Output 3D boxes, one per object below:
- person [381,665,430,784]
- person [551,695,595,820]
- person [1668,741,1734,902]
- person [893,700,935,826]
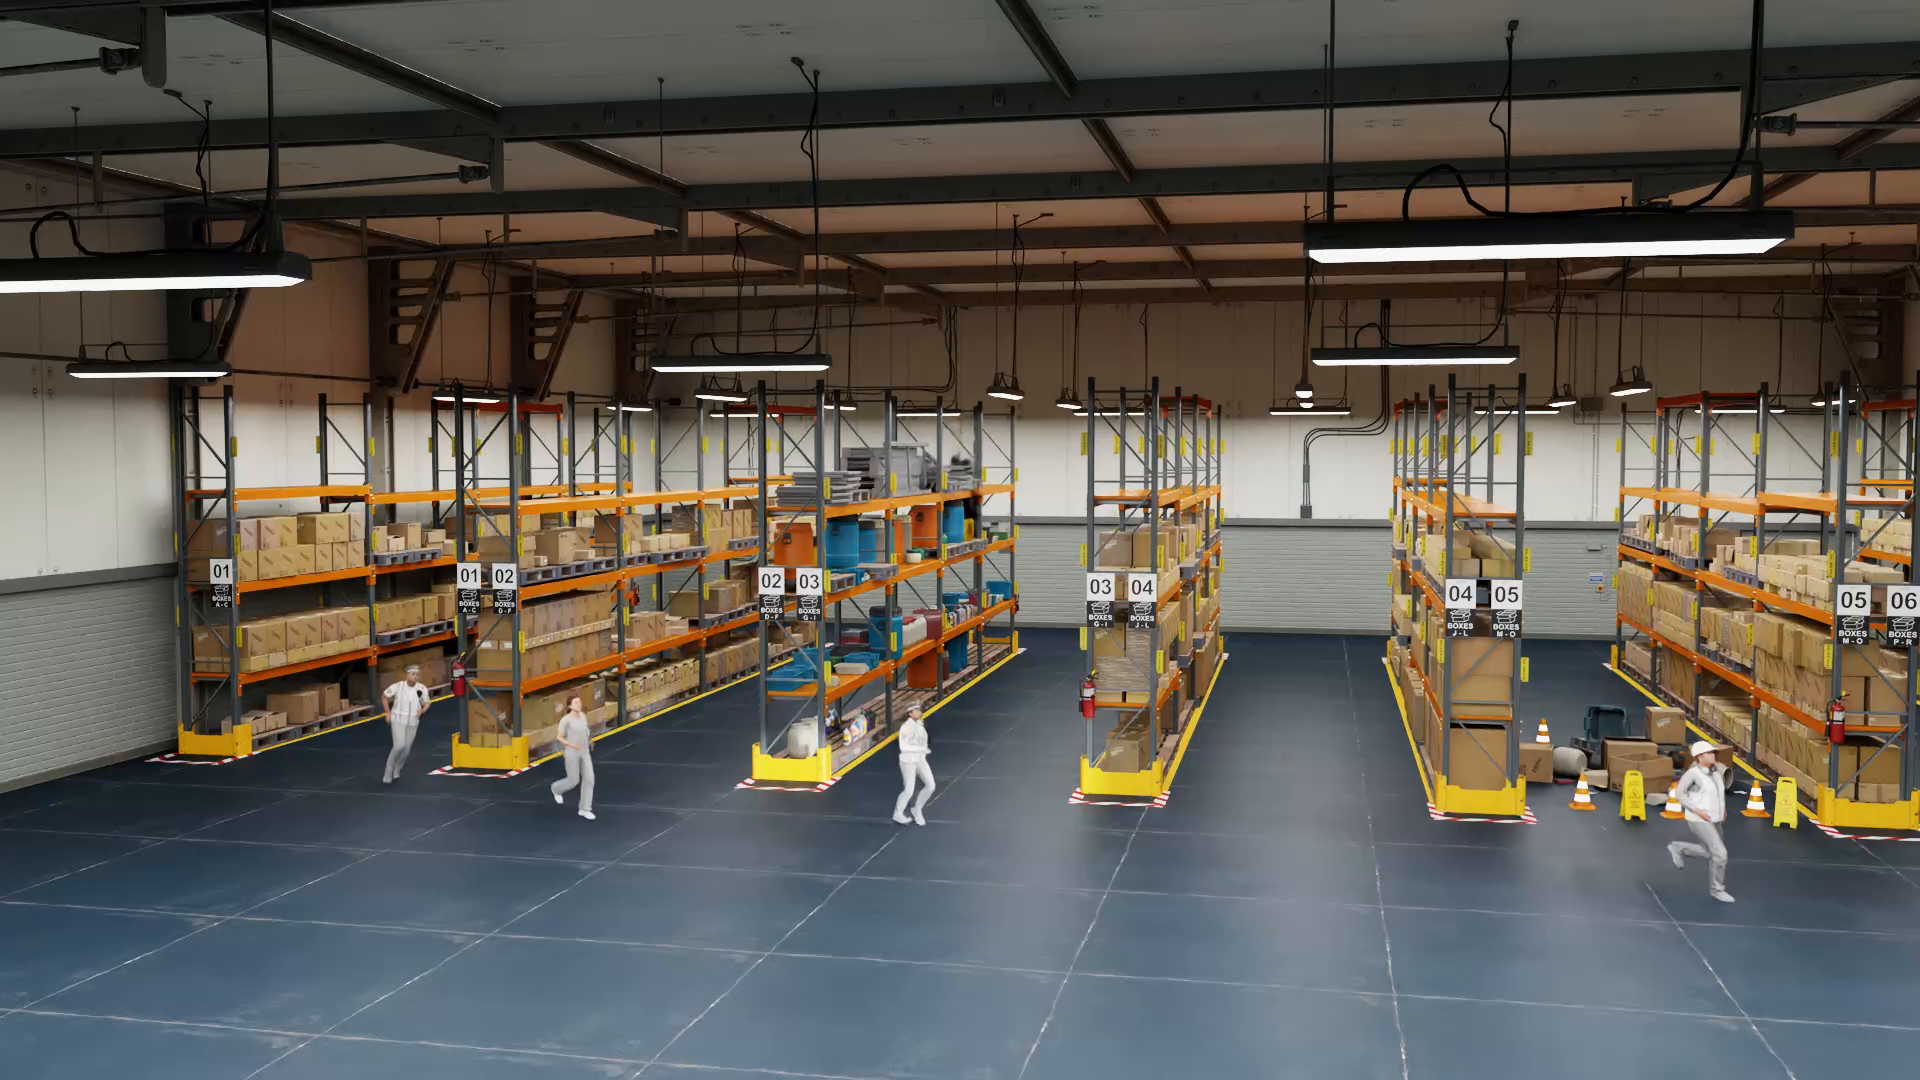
[{"bbox_3d":[-8.312,2.753,24.941,0.723,1.765,0.675,-2,4,-36],"label":"person"},{"bbox_3d":[-5.234,2.923,22.600,0.866,1.664,0.576,3,4,40],"label":"person"},{"bbox_3d":[8.295,3.115,18.612,0.659,1.744,0.847,-2,4,-37],"label":"person"},{"bbox_3d":[-0.577,2.944,21.912,0.673,1.702,0.564,3,4,39],"label":"person"}]
